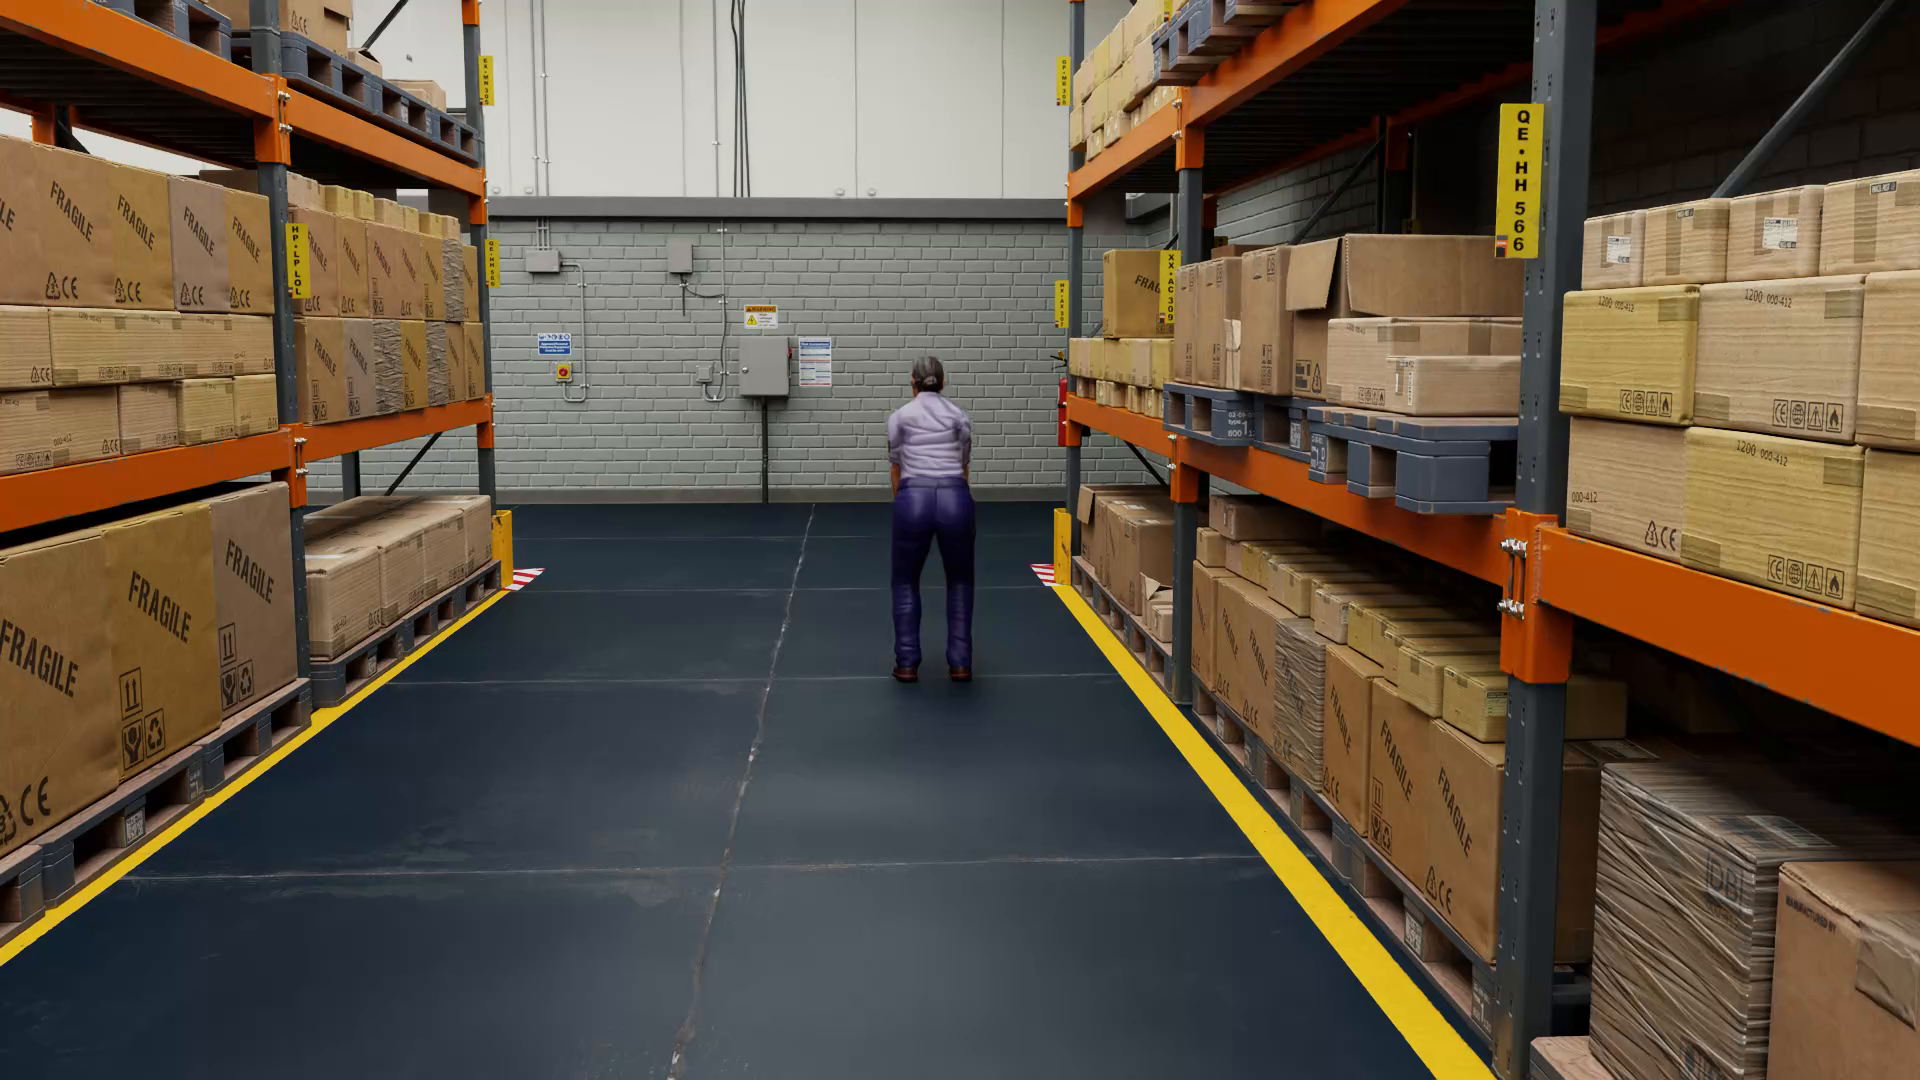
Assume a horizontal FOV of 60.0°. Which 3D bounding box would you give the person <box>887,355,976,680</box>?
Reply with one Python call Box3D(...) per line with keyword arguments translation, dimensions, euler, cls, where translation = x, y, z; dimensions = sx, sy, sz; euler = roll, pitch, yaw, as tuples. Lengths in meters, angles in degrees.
Box3D(translation=(-0.147, -0.108, 8.386), dimensions=(0.435, 1.611, 0.558), euler=(-1, 7, -5), cls="person")
